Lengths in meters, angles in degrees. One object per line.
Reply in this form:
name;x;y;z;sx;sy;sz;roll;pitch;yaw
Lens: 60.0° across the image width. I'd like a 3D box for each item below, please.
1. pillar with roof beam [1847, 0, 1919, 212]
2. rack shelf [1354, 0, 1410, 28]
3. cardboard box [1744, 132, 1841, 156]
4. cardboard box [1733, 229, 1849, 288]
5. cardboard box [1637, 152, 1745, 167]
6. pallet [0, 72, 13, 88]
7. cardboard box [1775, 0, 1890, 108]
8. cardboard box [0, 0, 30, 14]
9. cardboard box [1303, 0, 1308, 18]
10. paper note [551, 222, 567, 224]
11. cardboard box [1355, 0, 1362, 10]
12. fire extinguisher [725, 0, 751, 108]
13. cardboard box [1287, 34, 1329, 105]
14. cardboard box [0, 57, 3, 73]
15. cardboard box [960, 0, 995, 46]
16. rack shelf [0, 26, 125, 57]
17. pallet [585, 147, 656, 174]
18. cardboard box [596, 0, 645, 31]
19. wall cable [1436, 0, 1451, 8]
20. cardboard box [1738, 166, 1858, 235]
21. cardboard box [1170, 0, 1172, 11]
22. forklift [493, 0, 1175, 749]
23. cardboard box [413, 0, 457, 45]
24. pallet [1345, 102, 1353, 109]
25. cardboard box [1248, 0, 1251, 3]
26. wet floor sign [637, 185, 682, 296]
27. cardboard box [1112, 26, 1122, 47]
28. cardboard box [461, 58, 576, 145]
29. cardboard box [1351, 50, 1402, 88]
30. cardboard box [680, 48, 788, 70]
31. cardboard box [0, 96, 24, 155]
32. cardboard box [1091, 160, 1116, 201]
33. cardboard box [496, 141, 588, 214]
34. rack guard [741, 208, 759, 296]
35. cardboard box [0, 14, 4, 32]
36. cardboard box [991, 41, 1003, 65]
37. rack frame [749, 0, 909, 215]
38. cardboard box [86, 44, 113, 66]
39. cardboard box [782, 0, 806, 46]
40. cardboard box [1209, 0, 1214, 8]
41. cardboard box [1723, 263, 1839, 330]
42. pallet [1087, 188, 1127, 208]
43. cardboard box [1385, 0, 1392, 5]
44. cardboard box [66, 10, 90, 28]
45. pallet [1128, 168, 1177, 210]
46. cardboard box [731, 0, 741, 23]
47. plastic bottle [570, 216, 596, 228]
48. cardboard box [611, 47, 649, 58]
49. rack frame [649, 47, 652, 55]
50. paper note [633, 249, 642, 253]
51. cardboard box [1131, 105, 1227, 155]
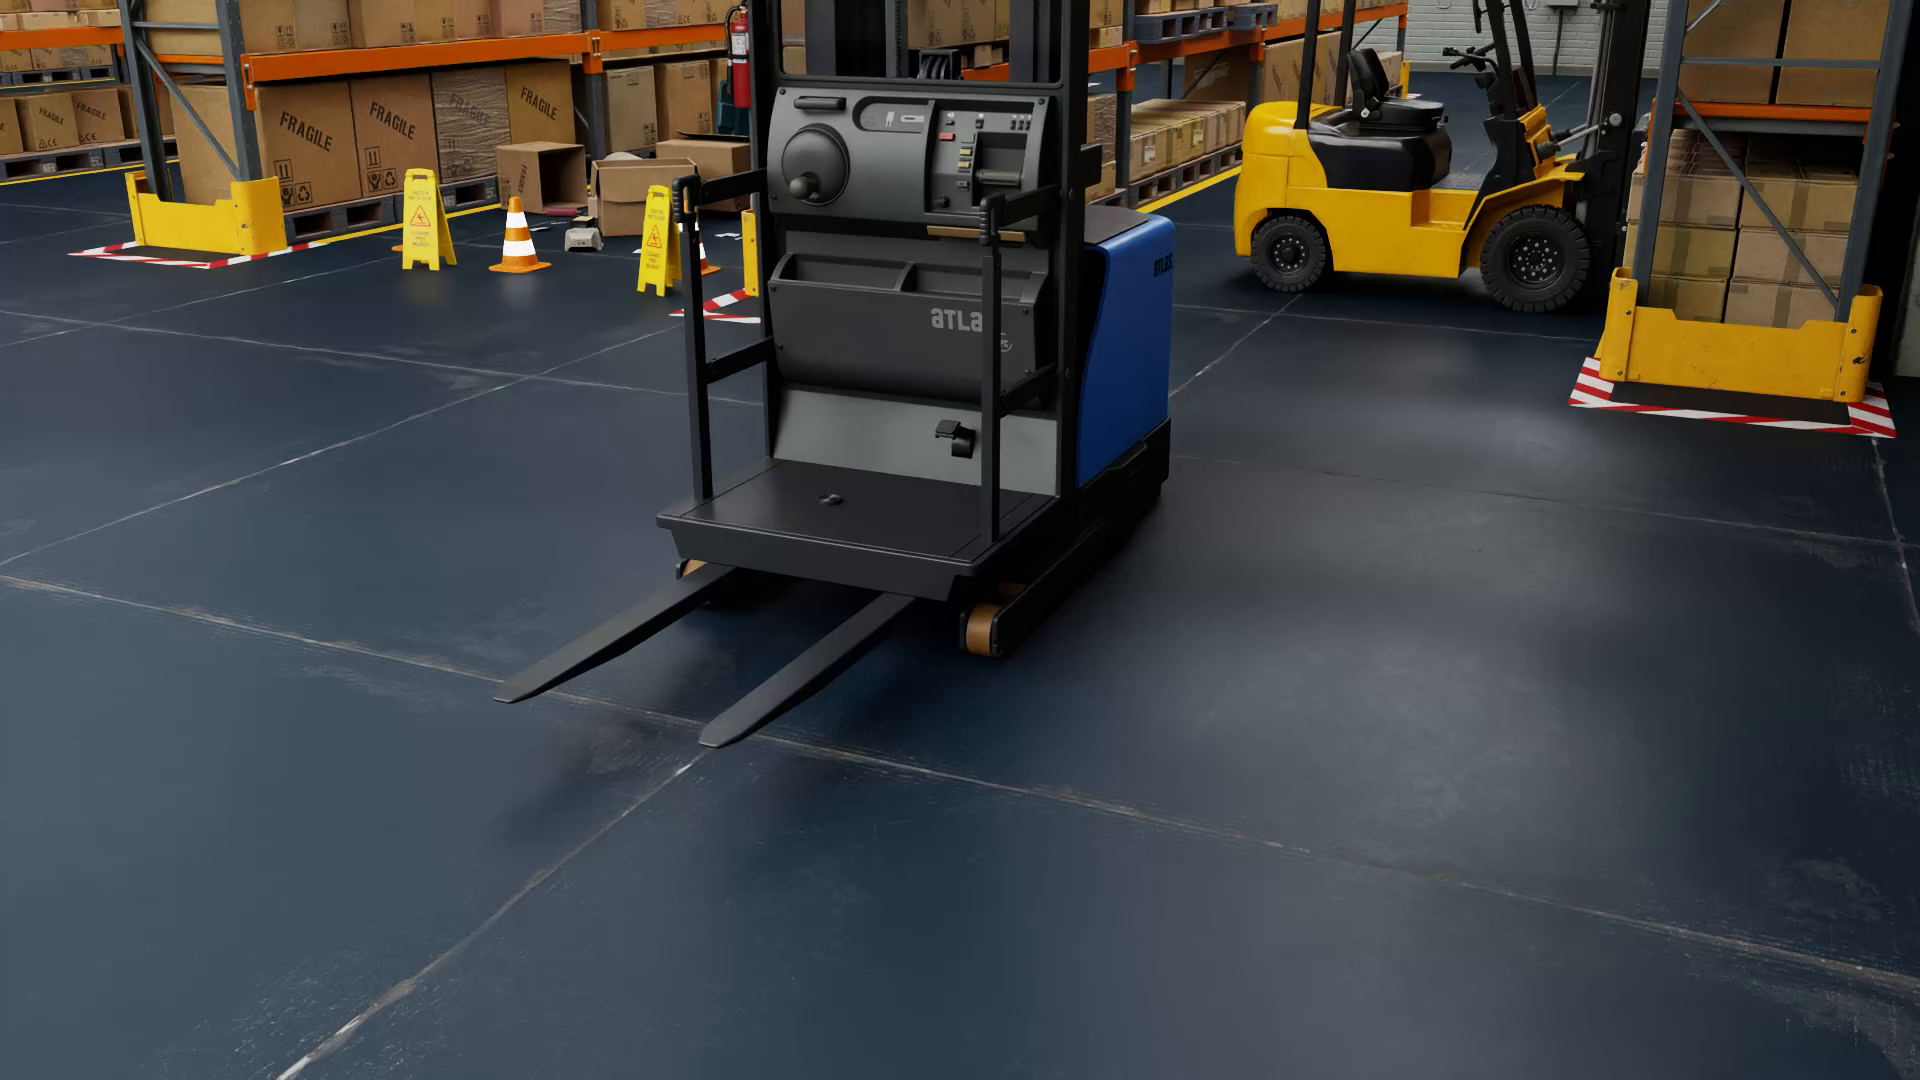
pillar with roof beam;3.396;-7.527;13.705;9.100;9.000;0.400;9;21;23
rack shelf;4.962;-6.807;21.708;1.077;0.370;4.000;9;21;23
cardboard box;4.959;-2.296;9.934;0.500;0.250;0.500;9;21;23
cardboard box;4.141;-1.440;8.272;0.500;0.250;0.500;9;21;24
cardboard box;3.867;-1.901;8.821;0.500;0.250;0.500;9;21;24
pallet;-15.232;-6.942;25.173;1.003;0.211;1.213;9;21;23
cardboard box;4.216;-2.347;7.943;0.500;0.500;0.500;9;22;24
cardboard box;-9.006;-5.046;15.087;0.875;0.500;0.500;9;21;23
cardboard box;3.548;-5.827;18.101;0.500;0.250;0.500;9;21;23
paper note;-3.096;-2.447;12.834;0.123;0.001;0.032;-14;24;-33
cardboard box;4.574;-6.690;20.153;0.500;0.500;0.500;9;22;24
fire extinguisher;-1.238;-2.859;9.645;0.296;0.674;0.183;9;21;23
cardboard box;3.600;-5.254;18.810;0.875;0.875;0.875;9;22;24
cardboard box;-14.915;-7.323;25.157;0.500;0.500;0.500;8;21;21
cardboard box;-0.114;-3.319;10.233;0.500;0.500;0.500;9;22;24
rack shelf;-8.993;-4.499;15.216;1.077;0.370;4.000;9;21;23
pallet;-3.443;-3.670;15.974;1.003;0.211;1.213;9;21;23
cardboard box;-3.229;-4.909;15.146;0.500;0.500;0.500;9;21;23
wall cable;8.069;-9.978;27.987;0.585;1.953;0.123;9;21;23
cardboard box;4.129;-1.681;8.204;0.500;0.250;0.500;8;21;22
cardboard box;1.538;-4.467;13.801;0.380;0.149;0.250;10;22;26
forklift;-0.255;-1.190;4.942;1.130;2.935;3.031;9;21;23
cardboard box;-4.489;-4.198;13.073;0.875;0.550;0.500;9;21;23
pallet;4.526;-5.443;20.959;1.003;0.211;1.213;9;21;23
cardboard box;2.542;-5.167;15.770;0.380;0.149;0.250;9;21;24
wet floor sign;-1.825;-1.846;10.197;0.267;0.644;0.232;18;26;41
cardboard box;1.014;-3.831;12.640;0.380;0.149;0.250;8;21;22
cardboard box;-4.011;-3.752;14.586;0.875;0.875;0.875;9;21;24
cardboard box;5.602;-6.533;23.059;0.875;0.438;0.875;8;21;21
cardboard box;-2.383;-4.925;18.070;1.050;0.750;0.750;8;21;22
cardboard box;-9.053;-3.811;15.313;0.500;0.500;0.500;11;22;28
cardboard box;0.870;-2.774;12.770;0.500;0.250;0.500;10;22;25
cardboard box;-3.389;-2.946;13.502;0.500;0.500;0.500;13;23;32
rack guard;-0.740;-1.712;10.037;1.175;0.500;0.348;9;21;23
cardboard box;-8.775;-4.608;14.824;0.380;0.149;0.250;9;21;23
cardboard box;0.052;-3.128;10.662;0.380;0.149;0.250;9;22;24
rack frame;-0.771;-2.867;9.553;1.000;3.000;0.127;9;21;23
cardboard box;-14.085;-7.945;26.905;0.500;0.500;0.500;9;21;23
cardboard box;-0.800;-3.258;10.059;0.500;0.500;0.500;8;21;22
cardboard box;2.024;-4.775;14.666;0.380;0.149;0.250;8;21;21
cardboard box;4.139;-1.212;8.378;0.500;0.250;0.500;9;21;23
pallet;0.625;-2.566;12.868;1.003;0.211;1.213;9;21;23
cardboard box;5.404;-7.311;21.901;0.500;0.500;0.500;9;22;24
cardboard box;-8.485;-4.931;15.734;0.380;0.149;0.250;9;21;23
pallet;1.185;-3.014;14.128;1.003;0.211;1.213;9;21;23
cardboard box;-2.402;-5.528;16.887;0.500;0.500;0.500;8;21;22
plastic bottle;-2.879;-2.436;12.727;0.133;0.061;0.283;1;20;4
cardboard box;-5.142;-6.893;23.419;1.225;0.875;0.875;9;21;23
rack frame;-4.898;-7.895;23.691;1.000;3.000;0.127;9;21;23
paper note;-2.200;-2.030;11.631;0.148;0.019;0.142;1;20;4
cardboard box;1.970;-3.874;15.680;0.950;0.372;0.625;8;21;22
